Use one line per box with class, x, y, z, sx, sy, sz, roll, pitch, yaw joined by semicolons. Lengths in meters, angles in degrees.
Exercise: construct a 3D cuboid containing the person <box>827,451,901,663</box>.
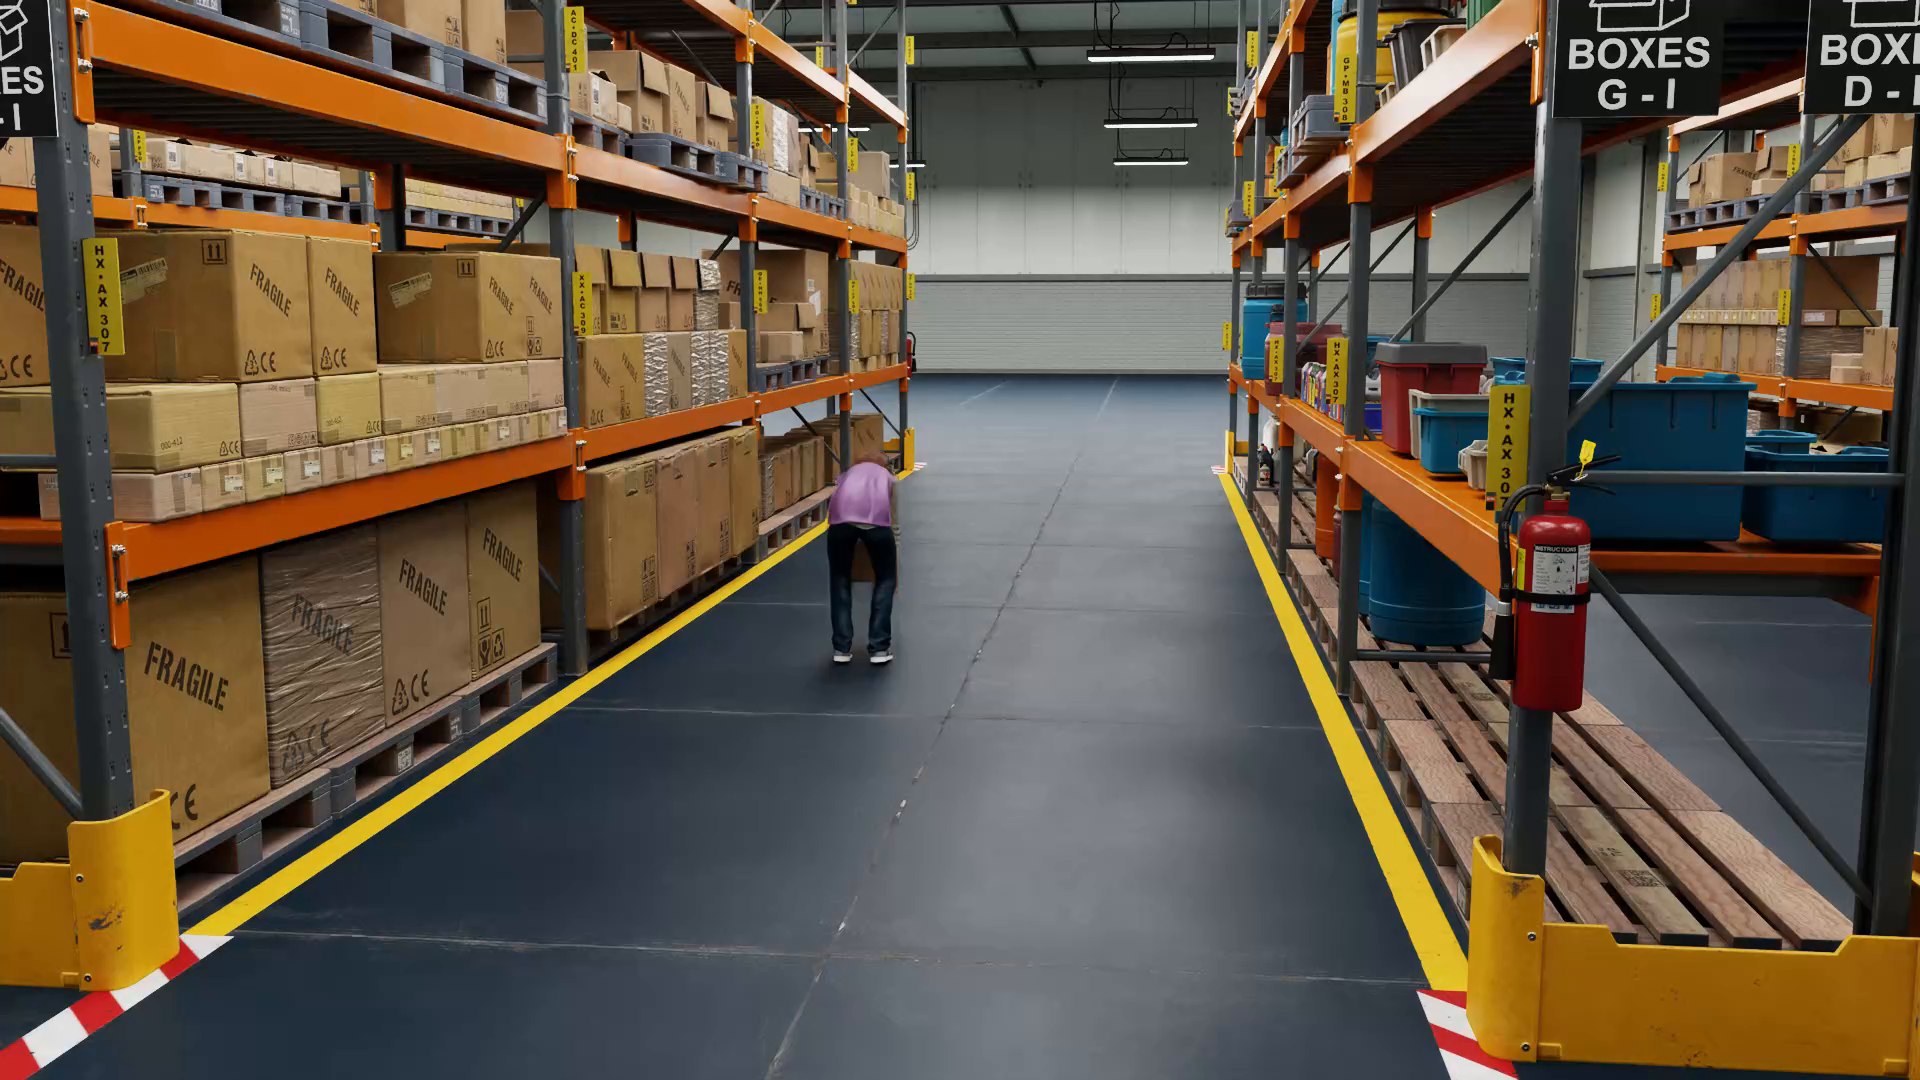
person;-0.527;0.087;9.406;0.385;1.139;0.848;1;8;5
